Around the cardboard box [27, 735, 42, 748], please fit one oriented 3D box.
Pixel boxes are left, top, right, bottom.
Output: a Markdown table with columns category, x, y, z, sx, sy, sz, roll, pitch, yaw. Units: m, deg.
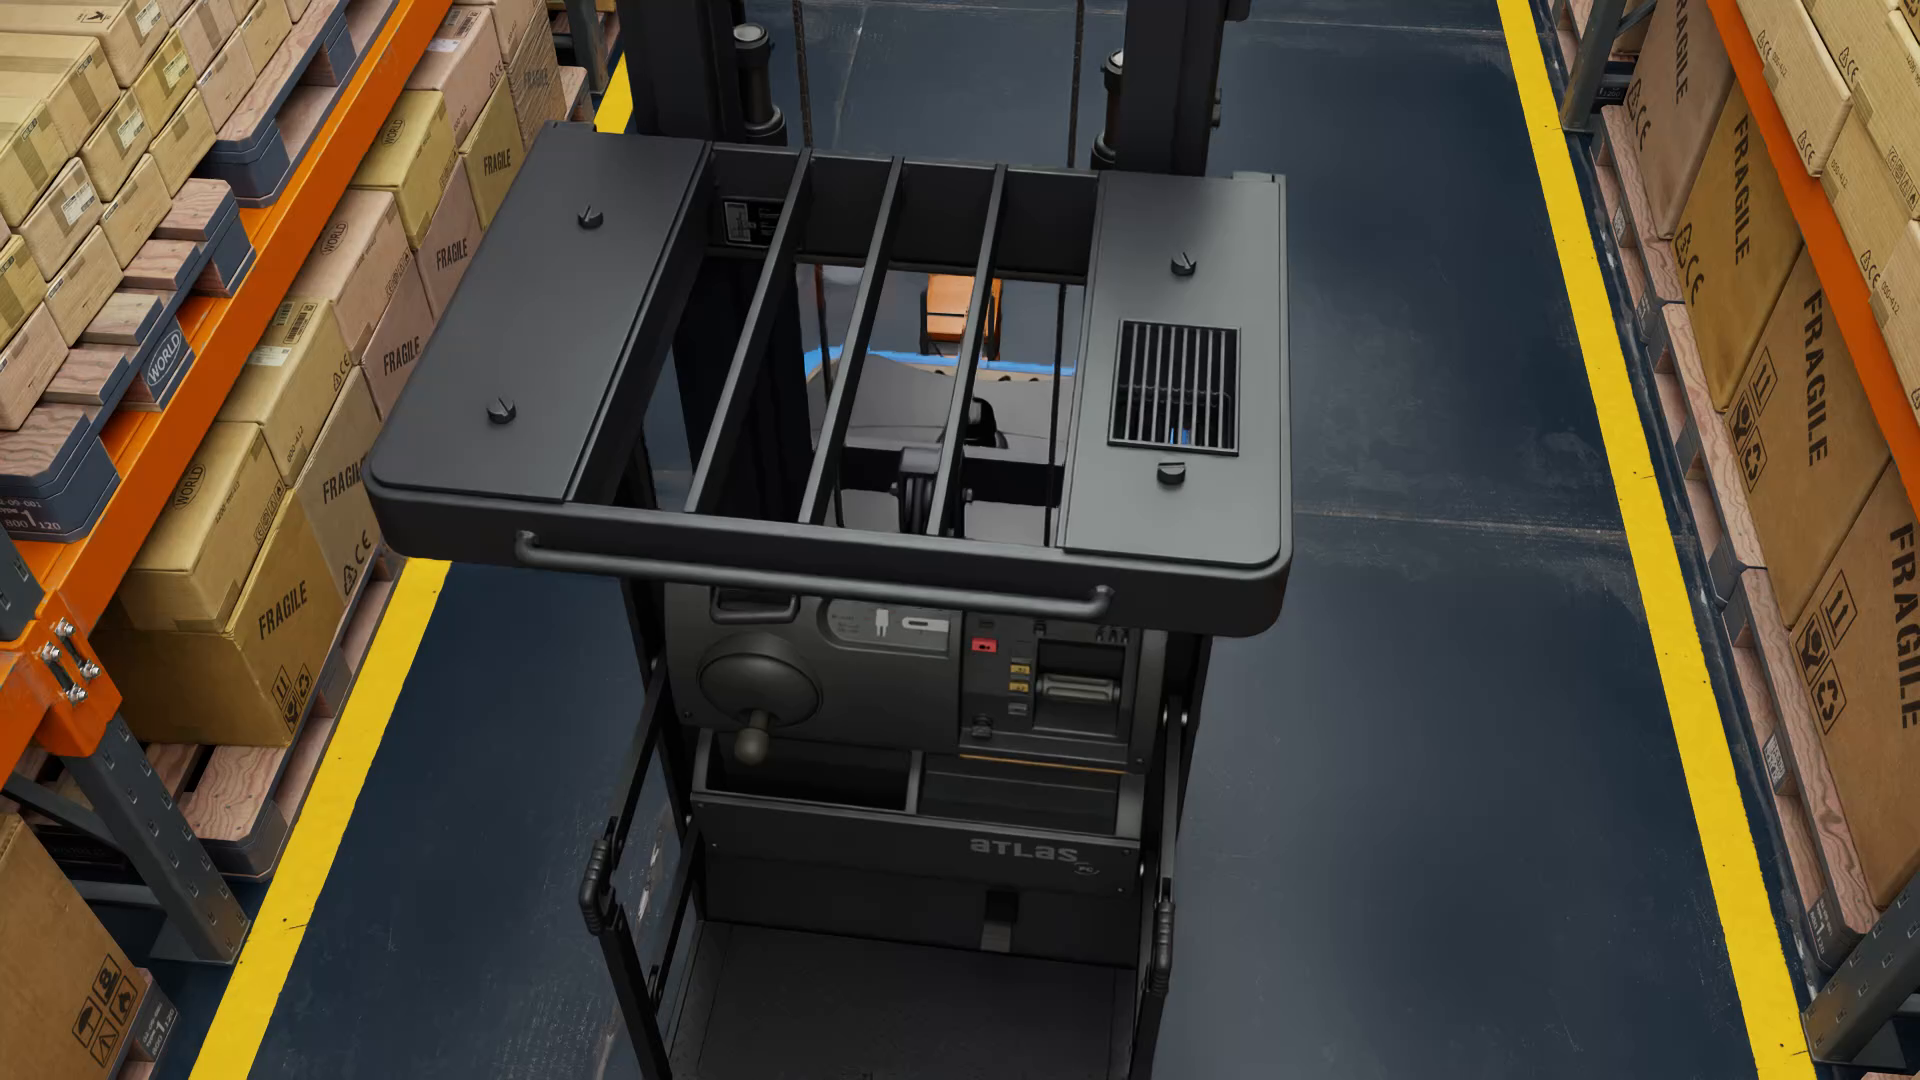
| category | x | y | z | sx | sy | sz | roll | pitch | yaw |
| --- | --- | --- | --- | --- | --- | --- | --- | --- | --- |
| cardboard box | -2.548 | 0.200 | 4.444 | 0.500 | 0.500 | 0.500 | 4 | 48 | 3 |

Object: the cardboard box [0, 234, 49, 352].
| category | x | y | z | sx | sy | sz | roll | pitch | yaw |
| --- | --- | --- | --- | --- | --- | --- | --- | --- | --- |
| cardboard box | -2.104 | -0.499 | 3.358 | 0.380 | 0.149 | 0.250 | 6 | 48 | 5 |

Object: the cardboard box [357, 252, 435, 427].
| category | x | y | z | sx | sy | sz | roll | pitch | yaw |
| --- | --- | --- | --- | --- | --- | --- | --- | --- | --- |
| cardboard box | -1.945 | -0.548 | 5.128 | 0.500 | 0.500 | 0.500 | 3 | 48 | 3 |

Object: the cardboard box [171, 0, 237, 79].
| category | x | y | z | sx | sy | sz | roll | pitch | yaw |
| --- | --- | --- | --- | --- | --- | --- | --- | --- | --- |
| cardboard box | -2.014 | -1.264 | 4.057 | 0.380 | 0.149 | 0.250 | 4 | 48 | 4 |

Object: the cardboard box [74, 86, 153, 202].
| category | x | y | z | sx | sy | sz | roll | pitch | yaw |
| --- | --- | --- | --- | --- | --- | --- | --- | --- | --- |
| cardboard box | -2.060 | -0.895 | 3.720 | 0.380 | 0.149 | 0.250 | 3 | 48 | 2 |

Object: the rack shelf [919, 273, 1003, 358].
| category | x | y | z | sx | sy | sz | roll | pitch | yaw |
| --- | --- | --- | --- | --- | --- | --- | --- | --- | --- |
| rack shelf | 0.005 | -0.578 | 4.697 | 0.215 | 0.259 | 0.240 | 4 | 48 | 4 |

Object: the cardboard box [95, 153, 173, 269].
| category | x | y | z | sx | sy | sz | roll | pitch | yaw |
| --- | --- | --- | --- | --- | --- | --- | --- | --- | --- |
| cardboard box | -2.058 | -0.768 | 3.805 | 0.380 | 0.149 | 0.250 | 6 | 48 | 5 |

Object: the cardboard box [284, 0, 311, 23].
| category | x | y | z | sx | sy | sz | roll | pitch | yaw |
| --- | --- | --- | --- | --- | --- | --- | --- | --- | --- |
| cardboard box | -1.962 | -1.538 | 4.510 | 0.380 | 0.149 | 0.250 | 2 | 48 | 2 |

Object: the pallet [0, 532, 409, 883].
| category | x | y | z | sx | sy | sz | roll | pitch | yaw |
| --- | --- | --- | --- | --- | --- | --- | --- | --- | --- |
| pallet | -2.275 | 0.366 | 4.772 | 1.003 | 0.211 | 1.213 | 4 | 48 | 4 |

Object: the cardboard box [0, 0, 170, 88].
| category | x | y | z | sx | sy | sz | roll | pitch | yaw |
| --- | --- | --- | --- | --- | --- | --- | --- | --- | --- |
| cardboard box | -2.040 | -1.157 | 3.758 | 0.380 | 0.149 | 0.250 | 2 | 48 | 2 |

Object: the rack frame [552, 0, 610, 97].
| category | x | y | z | sx | sy | sz | roll | pitch | yaw |
| --- | --- | --- | --- | --- | --- | --- | --- | --- | --- |
| rack frame | -1.983 | -2.940 | 5.906 | 1.000 | 3.000 | 0.127 | 4 | 48 | 4 |

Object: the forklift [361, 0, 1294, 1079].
| category | x | y | z | sx | sy | sz | roll | pitch | yaw |
| --- | --- | --- | --- | --- | --- | --- | --- | --- | --- |
| forklift | -0.113 | 0.350 | 2.943 | 1.130 | 2.935 | 3.031 | 5 | 48 | 5 |

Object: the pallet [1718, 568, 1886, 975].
| category | x | y | z | sx | sy | sz | roll | pitch | yaw |
| --- | --- | --- | --- | --- | --- | --- | --- | --- | --- |
| pallet | 2.738 | 0.625 | 4.535 | 1.003 | 0.211 | 1.213 | 4 | 48 | 4 |

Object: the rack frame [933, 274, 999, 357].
| category | x | y | z | sx | sy | sz | roll | pitch | yaw |
| --- | --- | --- | --- | --- | --- | --- | --- | --- | --- |
| rack frame | 0.016 | -0.483 | 4.981 | 0.200 | 1.050 | 0.008 | 4 | 48 | 4 |

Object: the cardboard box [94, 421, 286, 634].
| category | x | y | z | sx | sy | sz | roll | pitch | yaw |
| --- | --- | --- | --- | --- | --- | --- | --- | --- | --- |
| cardboard box | -2.044 | -0.042 | 4.157 | 0.500 | 0.250 | 0.500 | 2 | 48 | 2 |

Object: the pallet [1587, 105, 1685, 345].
| category | x | y | z | sx | sy | sz | roll | pitch | yaw |
| --- | --- | --- | --- | --- | --- | --- | --- | --- | --- |
| pallet | 2.960 | -1.168 | 6.175 | 1.003 | 0.211 | 1.213 | 4 | 48 | 4 |

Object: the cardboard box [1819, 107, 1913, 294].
| category | x | y | z | sx | sy | sz | roll | pitch | yaw |
| --- | --- | --- | --- | --- | --- | --- | --- | --- | --- |
| cardboard box | 2.471 | -0.826 | 4.074 | 0.500 | 0.250 | 0.500 | 3 | 48 | 3 |

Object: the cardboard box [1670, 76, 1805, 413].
| category | x | y | z | sx | sy | sz | roll | pitch | yaw |
| --- | --- | --- | --- | --- | --- | --- | --- | --- | --- |
| cardboard box | 2.904 | -0.981 | 5.269 | 0.875 | 0.875 | 0.875 | 5 | 48 | 5 |

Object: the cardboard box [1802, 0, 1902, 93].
| category | x | y | z | sx | sy | sz | roll | pitch | yaw |
| --- | --- | --- | --- | --- | --- | --- | --- | --- | --- |
| cardboard box | 2.498 | -1.369 | 4.232 | 0.500 | 0.250 | 0.500 | 3 | 48 | 2 |

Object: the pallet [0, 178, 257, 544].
| category | x | y | z | sx | sy | sz | roll | pitch | yaw |
| --- | --- | --- | --- | --- | --- | --- | --- | --- | --- |
| pallet | -2.389 | -0.467 | 3.774 | 1.213 | 0.211 | 1.003 | 4 | 48 | 4 |

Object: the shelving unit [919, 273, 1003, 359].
| category | x | y | z | sx | sy | sz | roll | pitch | yaw |
| --- | --- | --- | --- | --- | --- | --- | --- | --- | --- |
| shelving unit | 0.005 | -0.394 | 4.899 | 0.215 | 1.050 | 0.252 | 4 | 48 | 4 |

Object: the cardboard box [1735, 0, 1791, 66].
| category | x | y | z | sx | sy | sz | roll | pitch | yaw |
| --- | --- | --- | --- | --- | --- | --- | --- | --- | --- |
| cardboard box | 2.544 | -1.569 | 4.754 | 0.500 | 0.250 | 0.500 | 4 | 48 | 3 |

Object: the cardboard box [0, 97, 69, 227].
| category | x | y | z | sx | sy | sz | roll | pitch | yaw |
| --- | --- | --- | --- | --- | --- | --- | --- | --- | --- |
| cardboard box | -2.091 | -0.783 | 3.415 | 0.380 | 0.149 | 0.250 | 3 | 48 | 2 |

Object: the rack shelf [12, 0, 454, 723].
| category | x | y | z | sx | sy | sz | roll | pitch | yaw |
| --- | --- | --- | --- | --- | --- | --- | --- | --- | --- |
| rack shelf | -2.166 | -1.227 | 4.827 | 1.077 | 0.370 | 4.000 | 4 | 48 | 4 |

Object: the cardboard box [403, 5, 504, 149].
| category | x | y | z | sx | sy | sz | roll | pitch | yaw |
| --- | --- | --- | --- | --- | --- | --- | --- | --- | --- |
| cardboard box | -1.860 | -1.550 | 5.536 | 0.500 | 0.250 | 0.500 | 6 | 48 | 5 |

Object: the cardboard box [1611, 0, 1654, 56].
| category | x | y | z | sx | sy | sz | roll | pitch | yaw |
| --- | --- | --- | --- | --- | --- | --- | --- | --- | --- |
| cardboard box | 3.119 | -2.412 | 6.875 | 0.875 | 0.438 | 0.875 | 3 | 48 | 3 |

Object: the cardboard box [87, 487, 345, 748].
| category | x | y | z | sx | sy | sz | roll | pitch | yaw |
| --- | --- | --- | --- | --- | --- | --- | --- | --- | --- |
| cardboard box | -2.030 | 0.199 | 4.445 | 0.500 | 0.500 | 0.500 | 2 | 48 | 2 |

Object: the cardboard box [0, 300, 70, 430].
| category | x | y | z | sx | sy | sz | roll | pitch | yaw |
| --- | --- | --- | --- | --- | --- | --- | --- | --- | --- |
| cardboard box | -2.106 | -0.373 | 3.444 | 0.380 | 0.149 | 0.250 | 3 | 48 | 3 |

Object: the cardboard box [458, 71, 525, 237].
| category | x | y | z | sx | sy | sz | roll | pitch | yaw |
| --- | --- | --- | --- | --- | --- | --- | --- | --- | --- |
| cardboard box | -1.847 | -1.300 | 5.816 | 0.500 | 0.500 | 0.500 | 3 | 48 | 3 |

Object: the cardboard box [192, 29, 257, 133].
| category | x | y | z | sx | sy | sz | roll | pitch | yaw |
| --- | --- | --- | --- | --- | --- | --- | --- | --- | --- |
| cardboard box | -2.013 | -1.162 | 4.166 | 0.380 | 0.149 | 0.250 | 5 | 48 | 5 |

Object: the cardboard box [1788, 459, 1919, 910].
| category | x | y | z | sx | sy | sz | roll | pitch | yaw |
| --- | --- | --- | --- | --- | --- | --- | --- | --- | --- |
| cardboard box | 2.736 | 0.331 | 4.069 | 0.875 | 0.875 | 0.875 | 3 | 48 | 3 |

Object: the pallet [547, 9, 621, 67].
| category | x | y | z | sx | sy | sz | roll | pitch | yaw |
| --- | --- | --- | --- | --- | --- | --- | --- | --- | --- |
| pallet | -1.958 | -2.495 | 7.389 | 1.003 | 0.211 | 1.213 | 4 | 48 | 4 |

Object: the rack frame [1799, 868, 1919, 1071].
| category | x | y | z | sx | sy | sz | roll | pitch | yaw |
| --- | --- | --- | --- | --- | --- | --- | --- | --- | --- |
| rack frame | 2.591 | 0.258 | 2.981 | 1.000 | 3.000 | 0.127 | 4 | 48 | 4 |

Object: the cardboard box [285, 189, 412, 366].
| category | x | y | z | sx | sy | sz | roll | pitch | yaw |
| --- | --- | --- | --- | --- | --- | --- | --- | --- | --- |
| cardboard box | -1.940 | -0.778 | 4.830 | 0.500 | 0.250 | 0.500 | 4 | 48 | 4 |
